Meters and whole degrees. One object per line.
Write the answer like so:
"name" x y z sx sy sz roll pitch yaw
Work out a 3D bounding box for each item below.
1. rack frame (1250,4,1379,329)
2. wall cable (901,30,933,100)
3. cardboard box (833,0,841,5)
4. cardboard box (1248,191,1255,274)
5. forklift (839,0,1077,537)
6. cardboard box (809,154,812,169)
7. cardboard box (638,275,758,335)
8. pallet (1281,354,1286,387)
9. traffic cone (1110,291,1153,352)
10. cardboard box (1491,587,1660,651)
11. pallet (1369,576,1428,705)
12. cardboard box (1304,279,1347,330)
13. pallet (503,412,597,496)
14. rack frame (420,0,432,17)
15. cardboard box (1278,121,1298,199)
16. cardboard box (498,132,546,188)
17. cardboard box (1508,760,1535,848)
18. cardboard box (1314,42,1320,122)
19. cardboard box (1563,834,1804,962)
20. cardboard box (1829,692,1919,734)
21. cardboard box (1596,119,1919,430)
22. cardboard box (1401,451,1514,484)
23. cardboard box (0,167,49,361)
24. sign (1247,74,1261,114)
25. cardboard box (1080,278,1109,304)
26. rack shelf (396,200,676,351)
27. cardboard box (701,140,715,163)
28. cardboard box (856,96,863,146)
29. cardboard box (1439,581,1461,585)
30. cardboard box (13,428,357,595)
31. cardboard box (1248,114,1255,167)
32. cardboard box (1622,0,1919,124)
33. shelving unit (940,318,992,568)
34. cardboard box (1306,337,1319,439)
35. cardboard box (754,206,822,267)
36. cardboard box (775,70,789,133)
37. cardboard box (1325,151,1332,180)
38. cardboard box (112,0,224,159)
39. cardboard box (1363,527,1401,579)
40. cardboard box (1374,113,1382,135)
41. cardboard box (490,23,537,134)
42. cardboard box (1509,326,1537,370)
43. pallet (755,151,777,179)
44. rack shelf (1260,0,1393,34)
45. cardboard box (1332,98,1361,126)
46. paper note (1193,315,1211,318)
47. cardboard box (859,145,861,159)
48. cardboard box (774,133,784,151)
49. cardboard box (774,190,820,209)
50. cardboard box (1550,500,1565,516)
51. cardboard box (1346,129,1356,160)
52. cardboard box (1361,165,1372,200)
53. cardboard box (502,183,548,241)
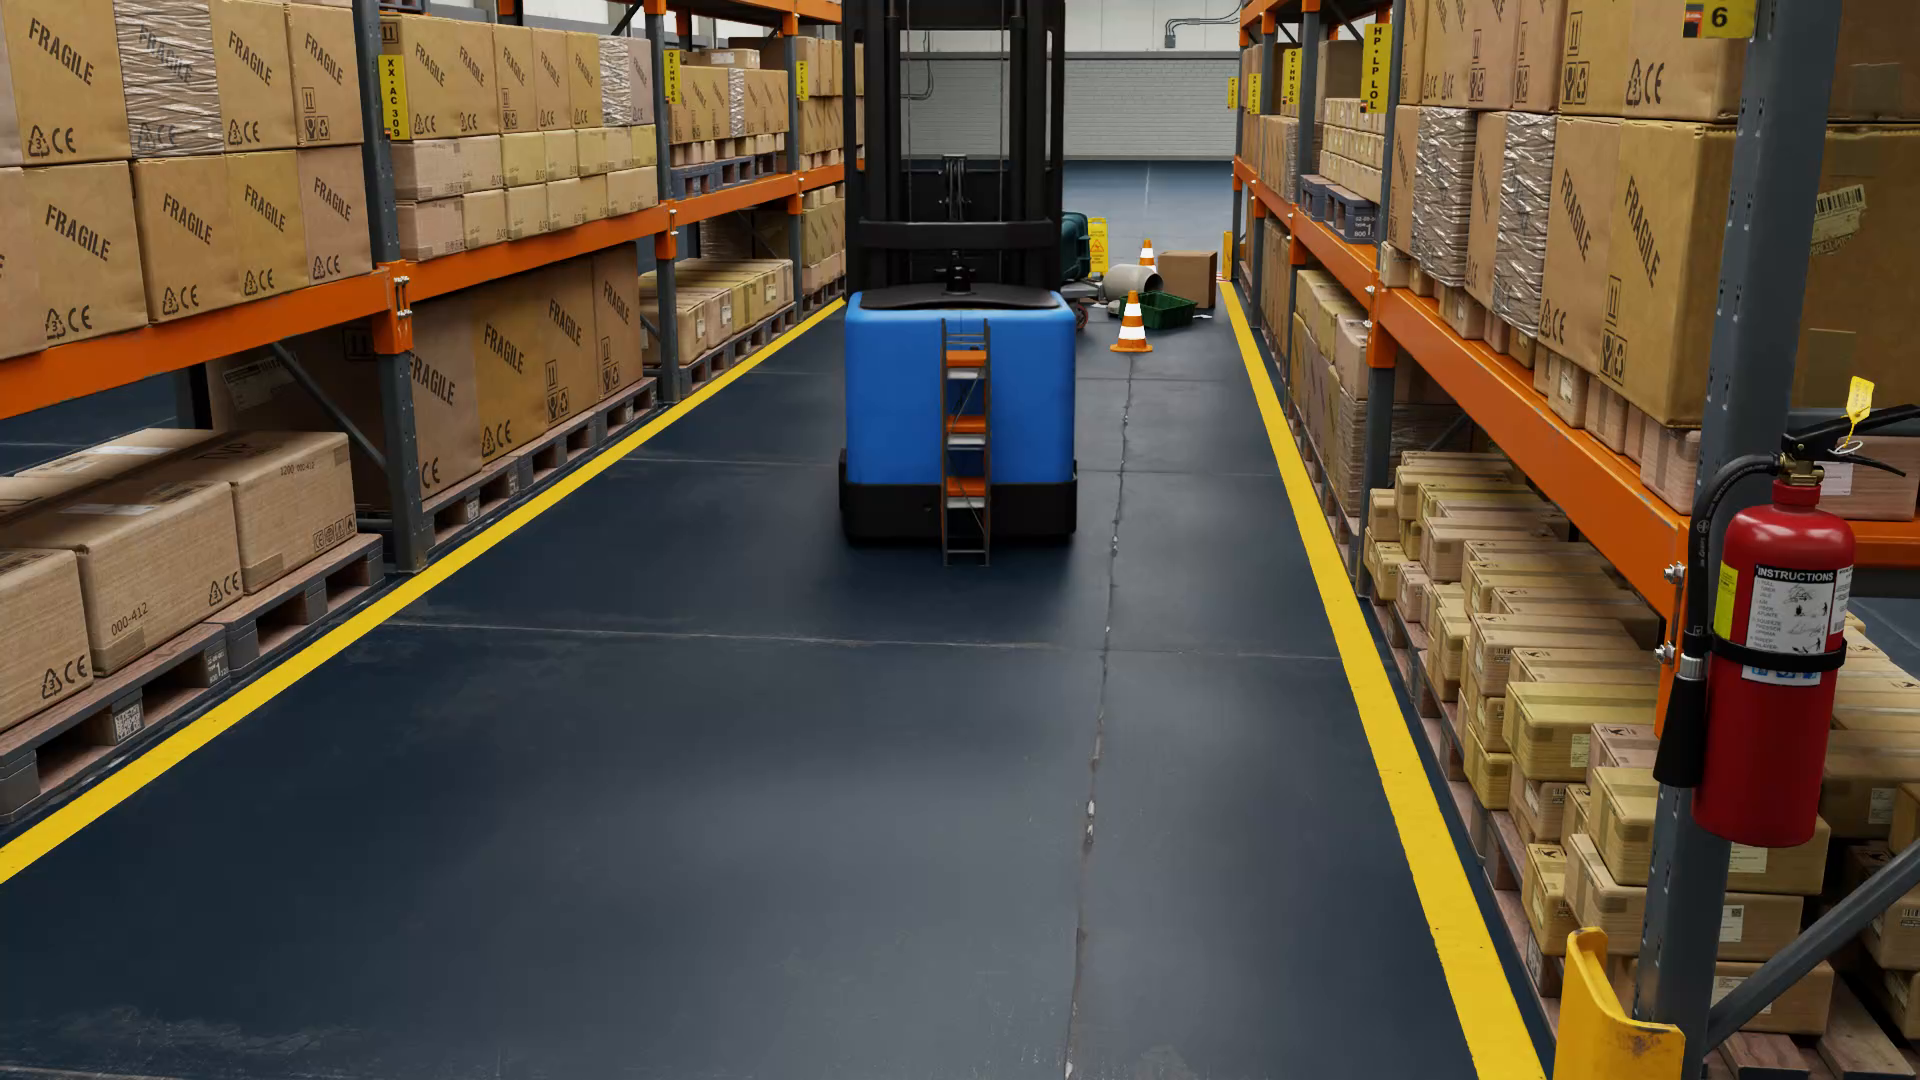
"rack frame" 3.024 -3.279 14.042 1.000 3.000 0.127 2 15 6
"wall cable" -2.329 -14.330 49.368 3.097 2.526 0.112 2 15 6
"cardboard box" -1.346 -5.262 16.112 0.380 0.149 0.250 2 15 6
"cardboard box" 3.367 -3.088 16.600 0.875 0.875 0.875 1 15 5
"forklift" -0.041 -1.758 8.548 1.130 2.935 3.031 0 15 -2
"cardboard box" -1.575 -3.487 15.291 0.380 0.149 0.250 2 15 6
"cardboard box" -2.117 -1.830 12.912 0.950 0.372 0.625 2 15 8
"pallet" 2.737 -1.098 11.318 1.003 0.211 1.213 2 15 6
"traffic cone" 1.372 -1.751 13.252 0.336 0.463 0.334 2 15 6
"cardboard box" 1.674 0.239 4.550 0.380 0.149 0.250 1 15 4
"pallet" 2.081 0.317 6.085 1.003 0.211 1.213 2 15 6
"cardboard box" 2.197 -1.296 9.258 0.500 0.250 0.500 2 15 6
"pallet" -2.661 -0.497 9.097 1.003 0.211 1.213 2 15 6
"rack frame" -6.387 -4.581 18.858 1.000 3.000 0.127 2 15 6
"cardboard box" 2.414 -2.544 11.132 0.500 0.500 0.500 2 15 6
"cardboard box" -2.364 -1.865 8.141 0.500 0.250 0.500 2 15 7
"cardboard box" 1.581 0.664 4.117 0.380 0.149 0.250 2 15 7
"cardboard box" 2.689 -3.020 10.977 0.700 0.500 0.500 1 15 5
"cardboard box" 1.446 0.718 3.348 0.380 0.149 0.250 1 15 5
"cardboard box" 2.134 0.457 3.743 0.380 0.149 0.250 2 15 6
"cardboard box" 1.465 -0.483 2.940 0.500 0.500 0.500 2 15 7
"cardboard box" 1.877 -0.235 6.301 0.380 0.149 0.250 2 15 9
"cardboard box" -2.816 -0.714 4.365 0.500 0.500 0.500 2 15 6
"sign" 2.473 -3.751 13.978 0.100 0.325 0.005 2 15 6
"cardboard box" 1.388 -2.459 16.249 0.396 0.266 0.258 4 16 16
"rack shelf" -2.583 -1.495 8.824 1.077 0.370 4.000 2 15 6
"cardboard box" -1.942 -2.734 11.704 0.380 0.149 0.250 2 15 7
"cardboard box" -1.303 -4.349 17.239 0.500 0.500 0.500 2 15 6
"cardboard box" 1.744 0.183 5.325 0.380 0.149 0.250 2 15 9
"cardboard box" -2.986 -0.130 6.500 0.875 0.438 0.875 1 15 5
"cardboard box" 3.232 -3.868 15.932 0.875 0.550 0.500 2 15 6
"cardboard box" 1.475 -0.967 2.816 0.500 0.500 0.500 1 15 5
"shelving unit" 0.023 -0.421 7.207 0.215 1.050 0.252 0 15 -2
"cardboard box" 2.133 -0.798 8.851 0.500 0.500 0.500 1 15 5
"cardboard box" -1.571 -2.781 15.227 0.500 0.500 0.500 2 15 9
"cardboard box" -1.730 -3.667 13.910 0.500 0.500 0.500 1 15 5
"cardboard box" 2.291 -2.143 9.519 0.380 0.149 0.250 2 15 9
"cardboard box" -2.701 -1.461 5.210 0.500 0.500 0.500 2 15 7
"cardboard box" 1.761 0.054 6.372 0.380 0.149 0.250 1 15 4
"cardboard box" 2.063 -1.888 7.433 0.380 0.149 0.250 2 15 6
"cardboard box" -2.384 -2.223 8.030 0.500 0.500 0.500 1 15 5
"cardboard box" 1.673 -0.539 4.391 0.380 0.149 0.250 2 15 7
"pallet" -2.136 -3.112 13.792 1.003 0.211 1.213 2 15 6
"rack shelf" 2.798 -3.861 11.826 1.077 0.370 4.000 2 15 6
"cardboard box" 2.268 -2.363 9.191 0.380 0.149 0.250 2 15 6
"paper note" 2.200 -2.047 15.173 0.147 0.020 0.142 -10 18 -32
"cardboard box" -1.252 -4.077 17.473 0.380 0.149 0.250 1 15 5
"cardboard box" -1.689 -3.339 13.939 0.380 0.149 0.250 2 15 7
"cardboard box" -1.497 -3.125 15.256 0.380 0.149 0.250 2 15 7
"cardboard box" 2.351 -0.151 5.990 0.380 0.149 0.250 2 15 7
"cardboard box" 2.175 -2.013 8.468 0.380 0.149 0.250 2 15 6
"cardboard box" 2.083 -1.664 7.745 0.380 0.149 0.250 1 15 4
"cardboard box" -2.366 -1.624 8.210 0.500 0.250 0.500 2 15 6
